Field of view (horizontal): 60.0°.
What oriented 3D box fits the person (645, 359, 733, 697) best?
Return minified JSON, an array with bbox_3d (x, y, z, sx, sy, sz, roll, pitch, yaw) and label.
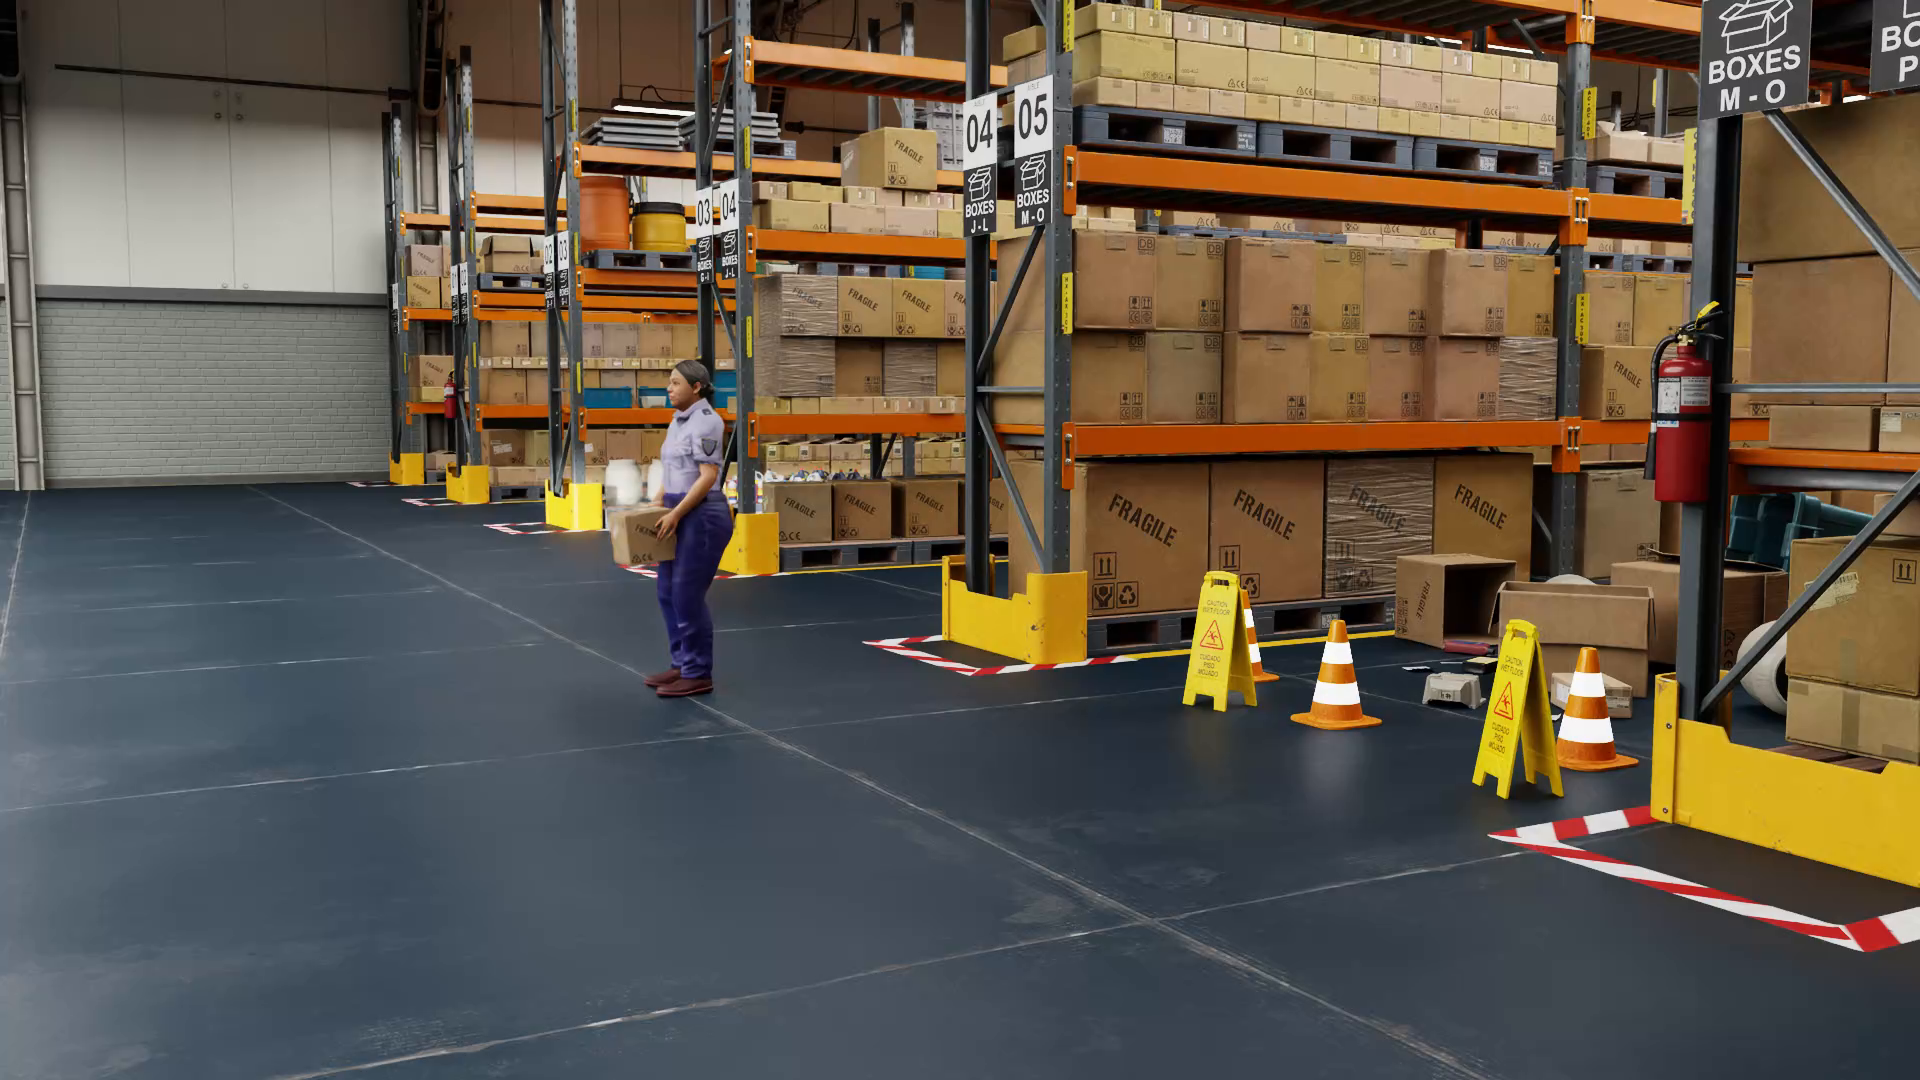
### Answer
[{"bbox_3d":[-1.369,-0.069,8.297,0.423,1.656,0.506,-3,6,-30],"label":"person"}]
